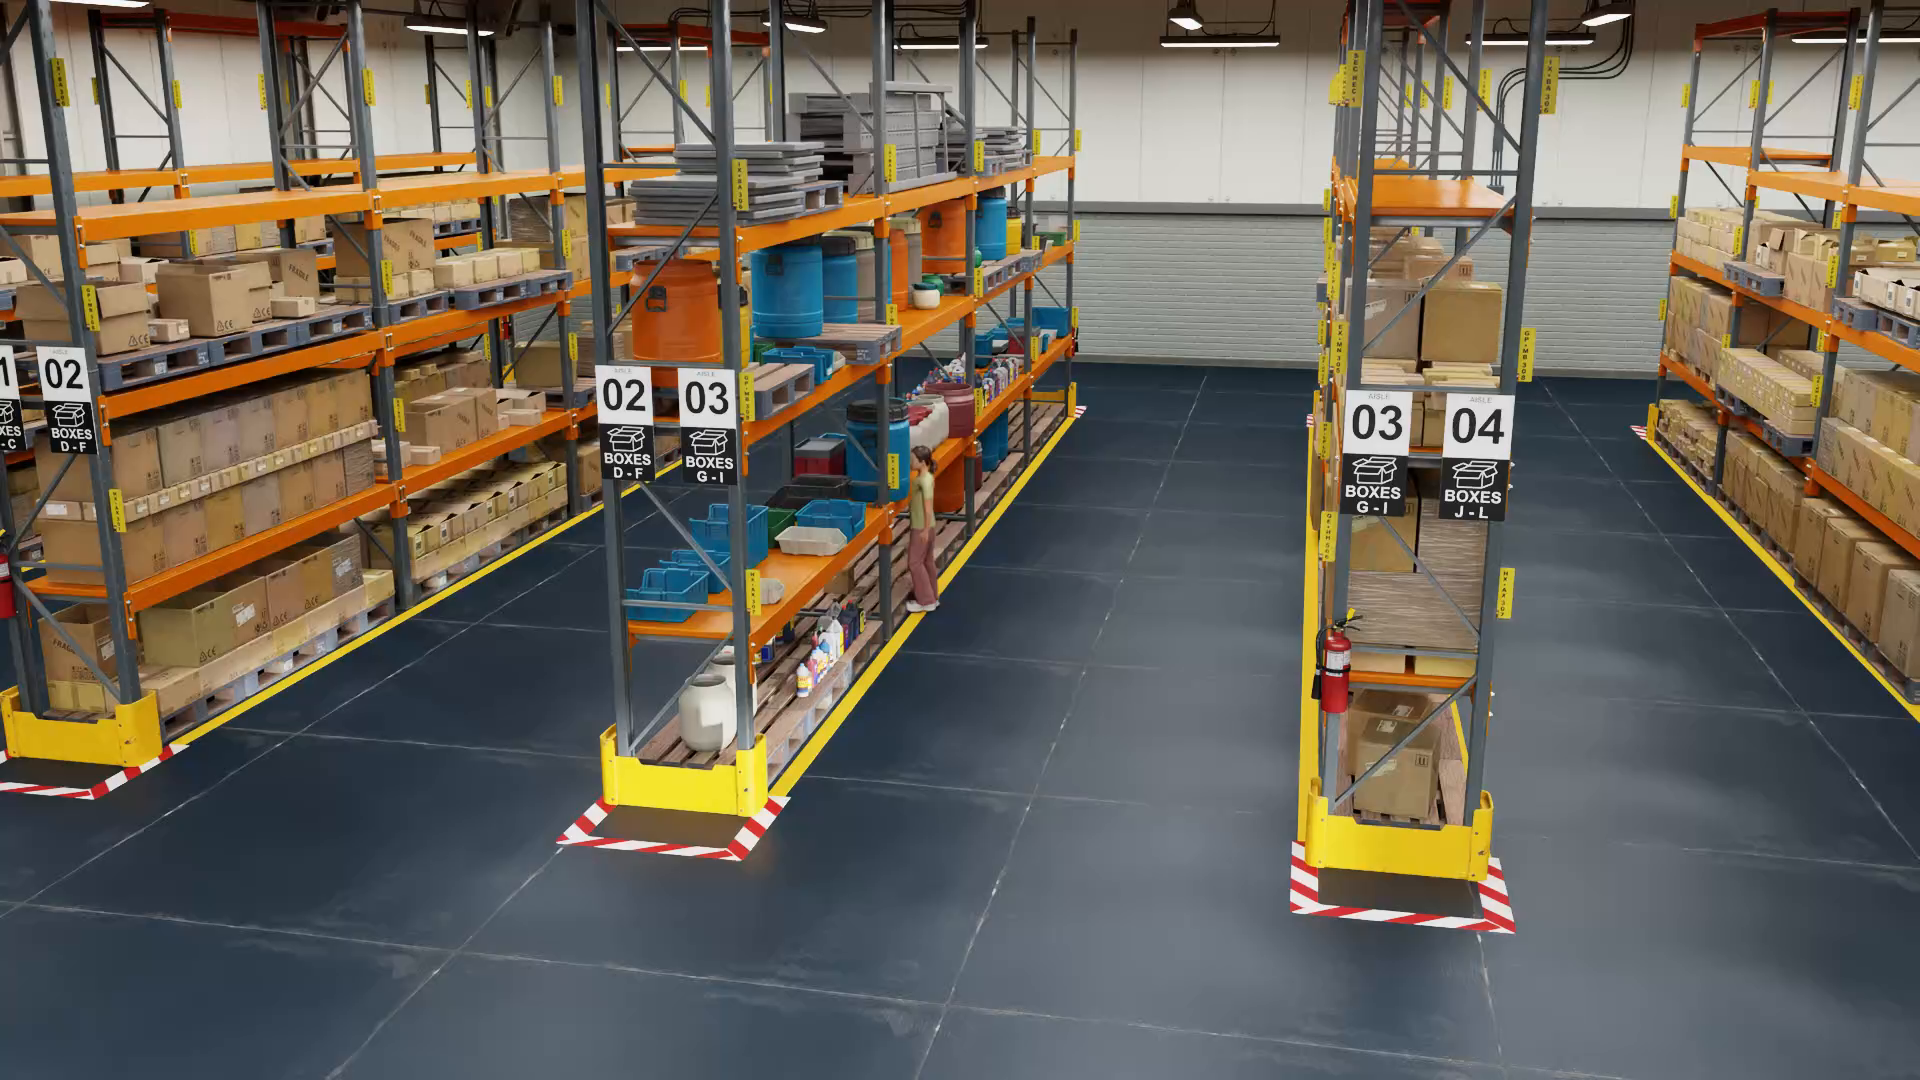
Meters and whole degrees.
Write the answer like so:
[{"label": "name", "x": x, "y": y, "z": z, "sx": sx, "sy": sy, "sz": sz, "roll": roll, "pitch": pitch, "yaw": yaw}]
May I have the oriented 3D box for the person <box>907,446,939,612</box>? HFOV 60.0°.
[{"label": "person", "x": -0.379, "y": -0.112, "z": 16.455, "sx": 0.356, "sy": 1.679, "sz": 0.440, "roll": -1, "pitch": 15, "yaw": -3}]
